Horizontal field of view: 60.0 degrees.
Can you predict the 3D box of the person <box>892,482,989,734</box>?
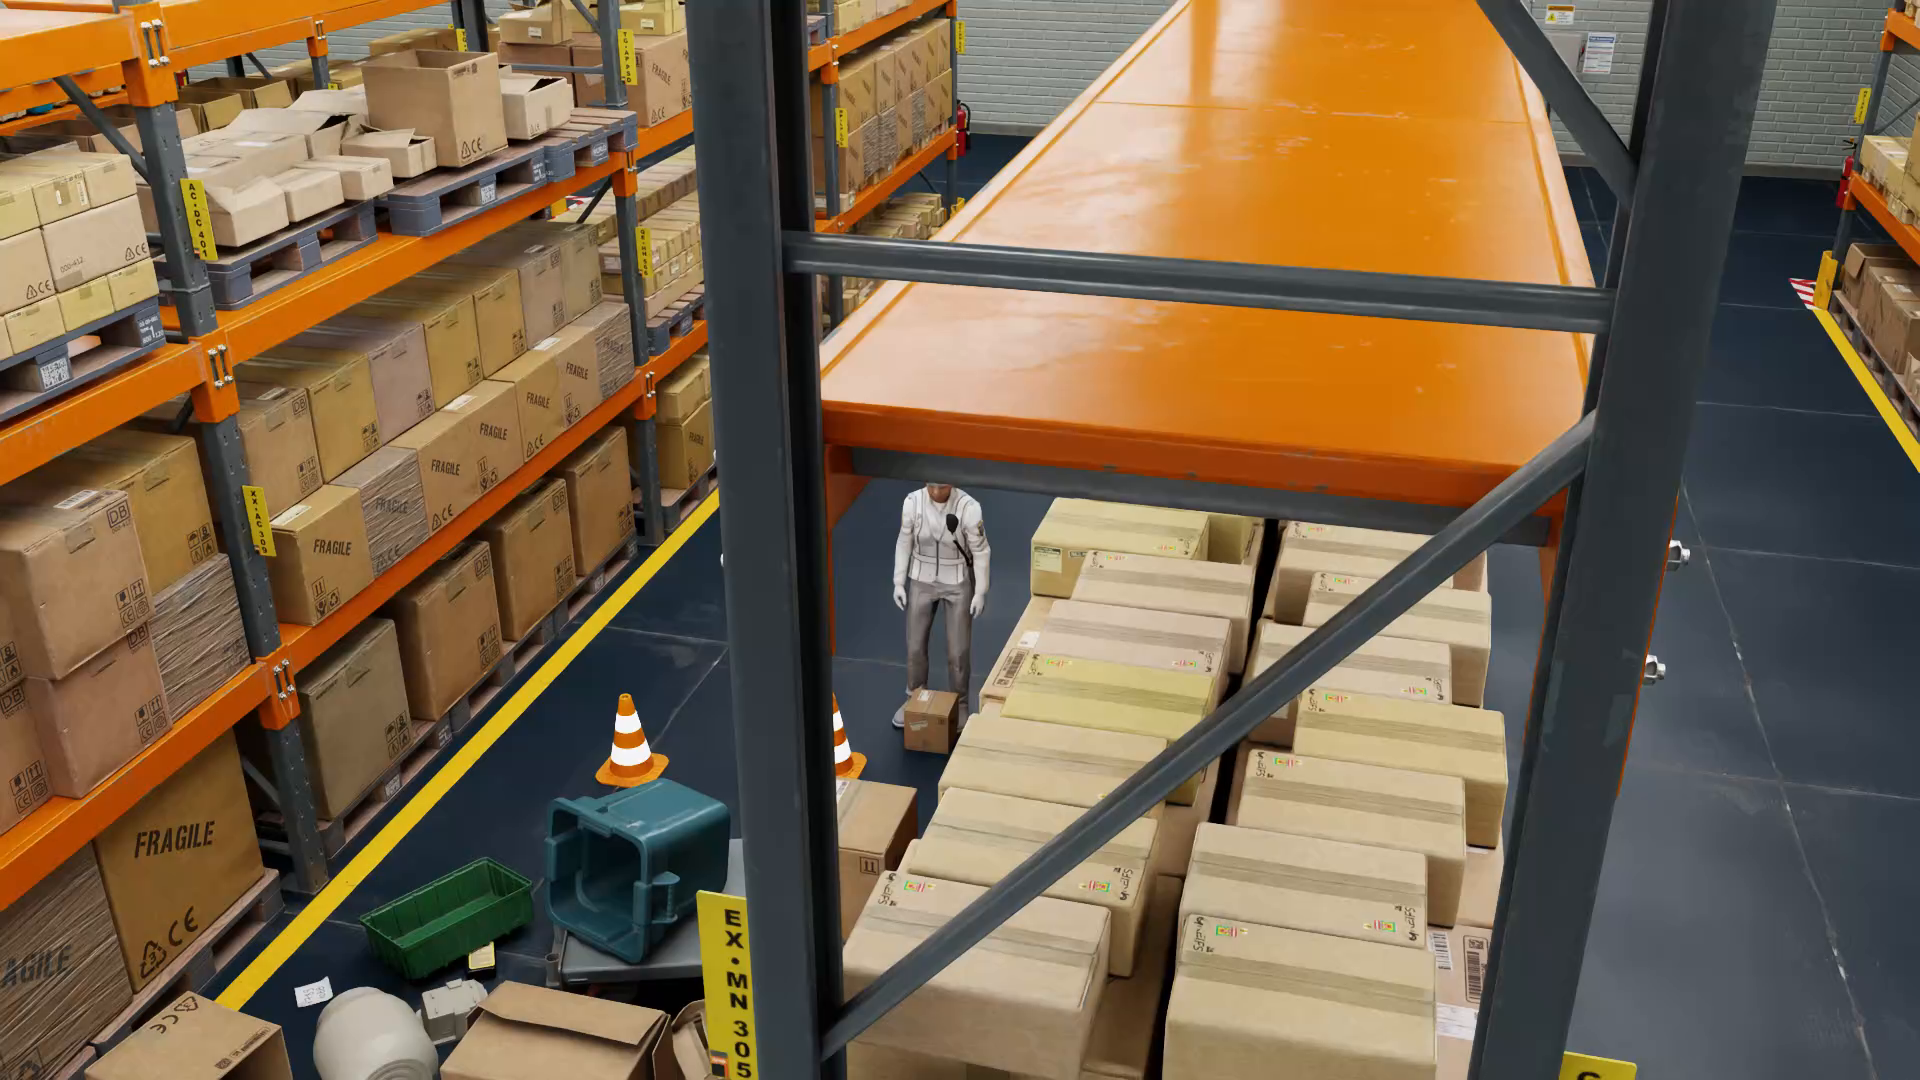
[{"bbox_3d":[-0.108,0.268,9.128,0.528,1.664,0.373,6,26,13],"label":"person"}]
